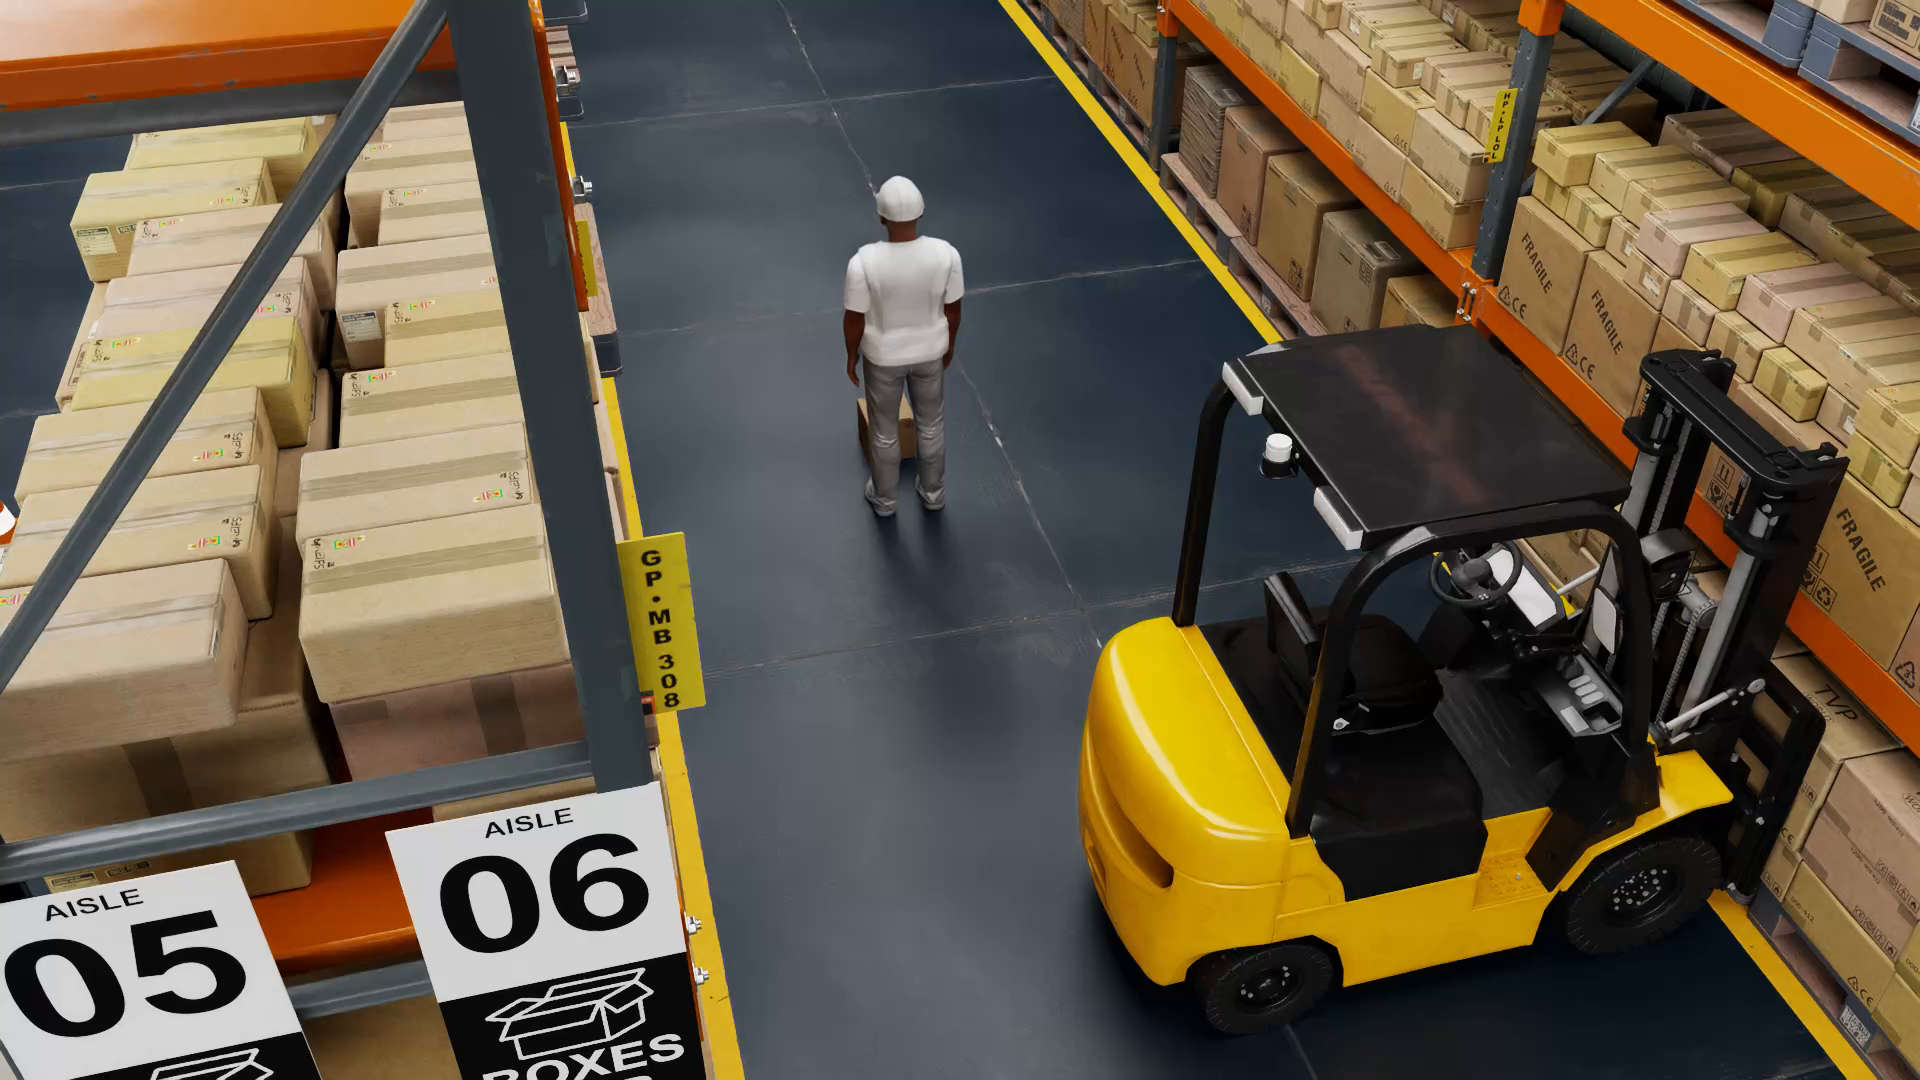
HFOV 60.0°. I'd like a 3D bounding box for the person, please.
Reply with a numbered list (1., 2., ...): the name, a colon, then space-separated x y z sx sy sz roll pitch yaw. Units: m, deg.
1. person: -0.269 -1.164 7.608 0.560 1.065 0.344 -9 39 -11
